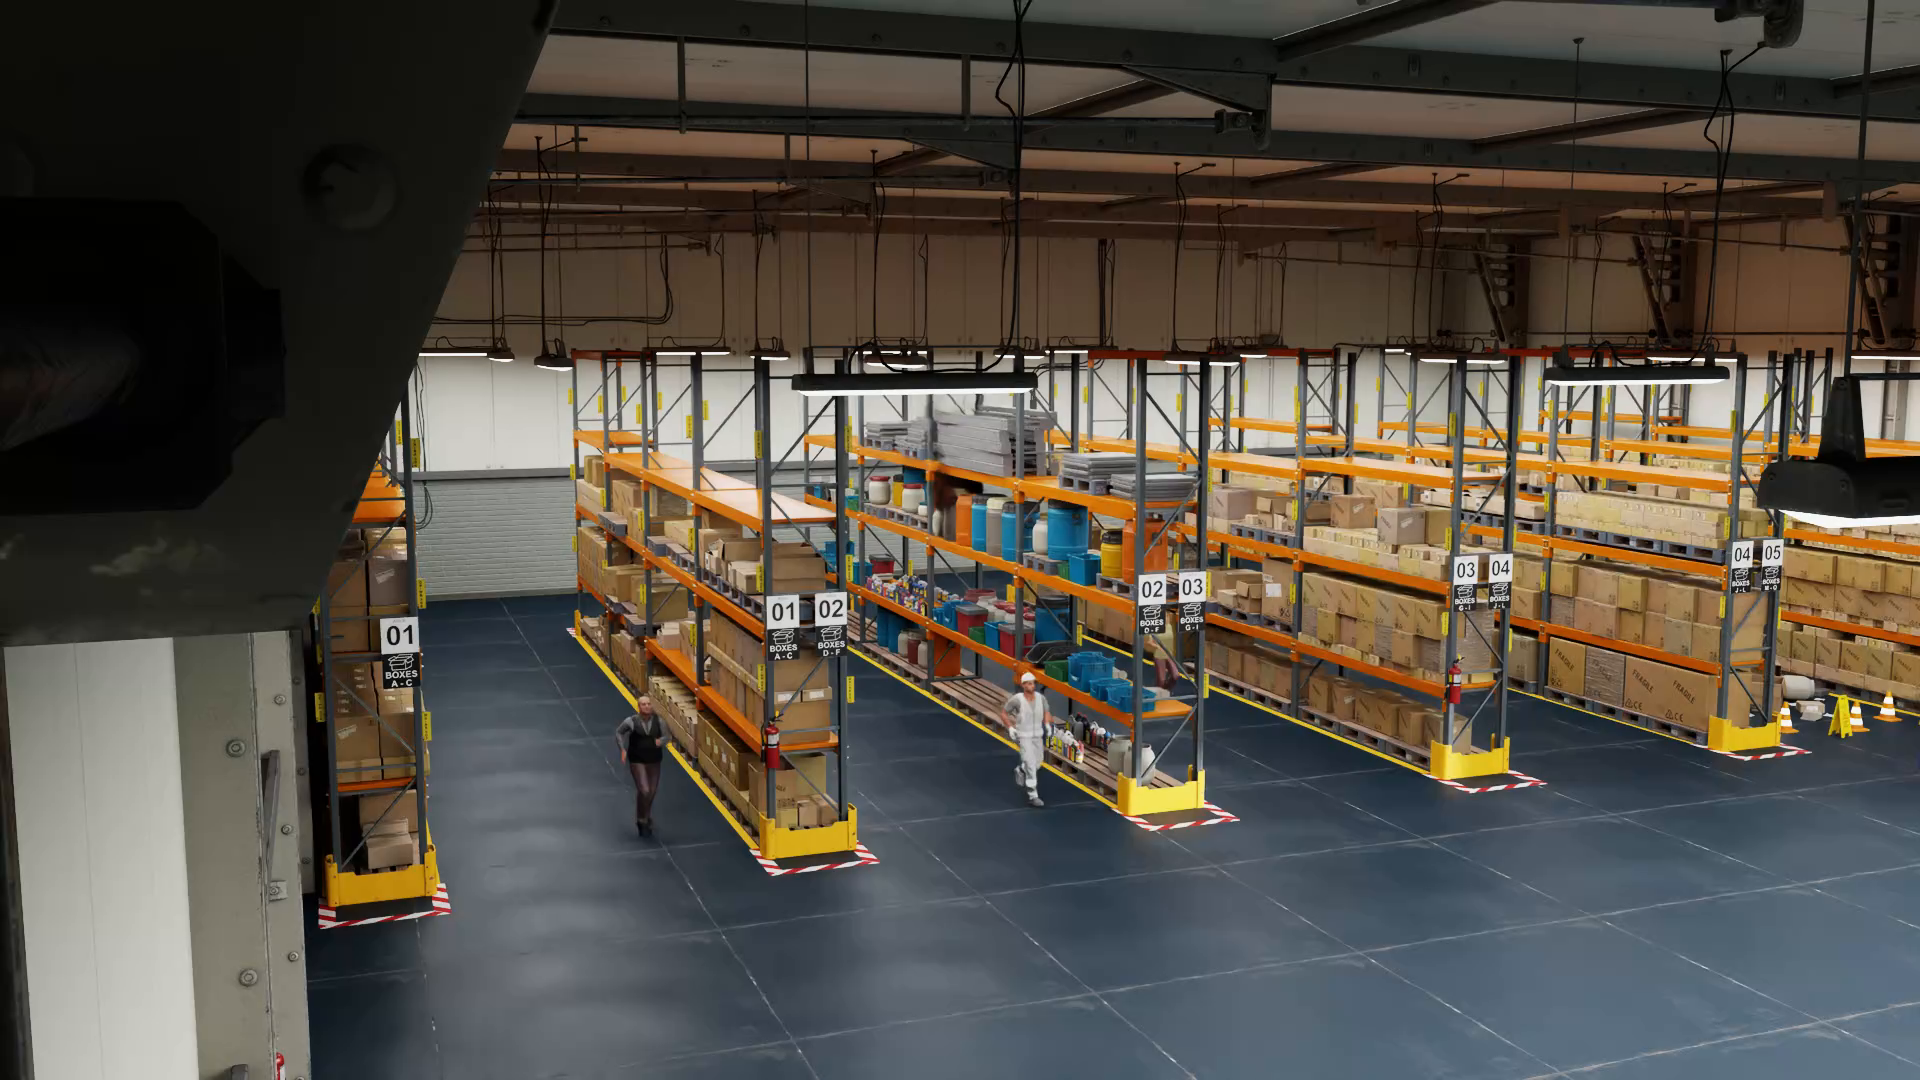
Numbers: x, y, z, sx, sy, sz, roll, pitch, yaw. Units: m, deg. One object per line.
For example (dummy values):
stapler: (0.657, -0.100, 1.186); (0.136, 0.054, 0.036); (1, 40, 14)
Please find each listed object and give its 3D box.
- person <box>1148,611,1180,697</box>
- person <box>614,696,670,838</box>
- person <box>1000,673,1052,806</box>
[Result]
person: (3.467, 1.998, 28.269); (0.578, 1.634, 0.590); (-3, 8, -24)
person: (-3.996, 2.864, 21.125); (0.624, 1.780, 0.752); (-4, 8, -31)
person: (0.909, 2.658, 22.519); (0.687, 1.763, 0.881); (-4, 8, -26)
